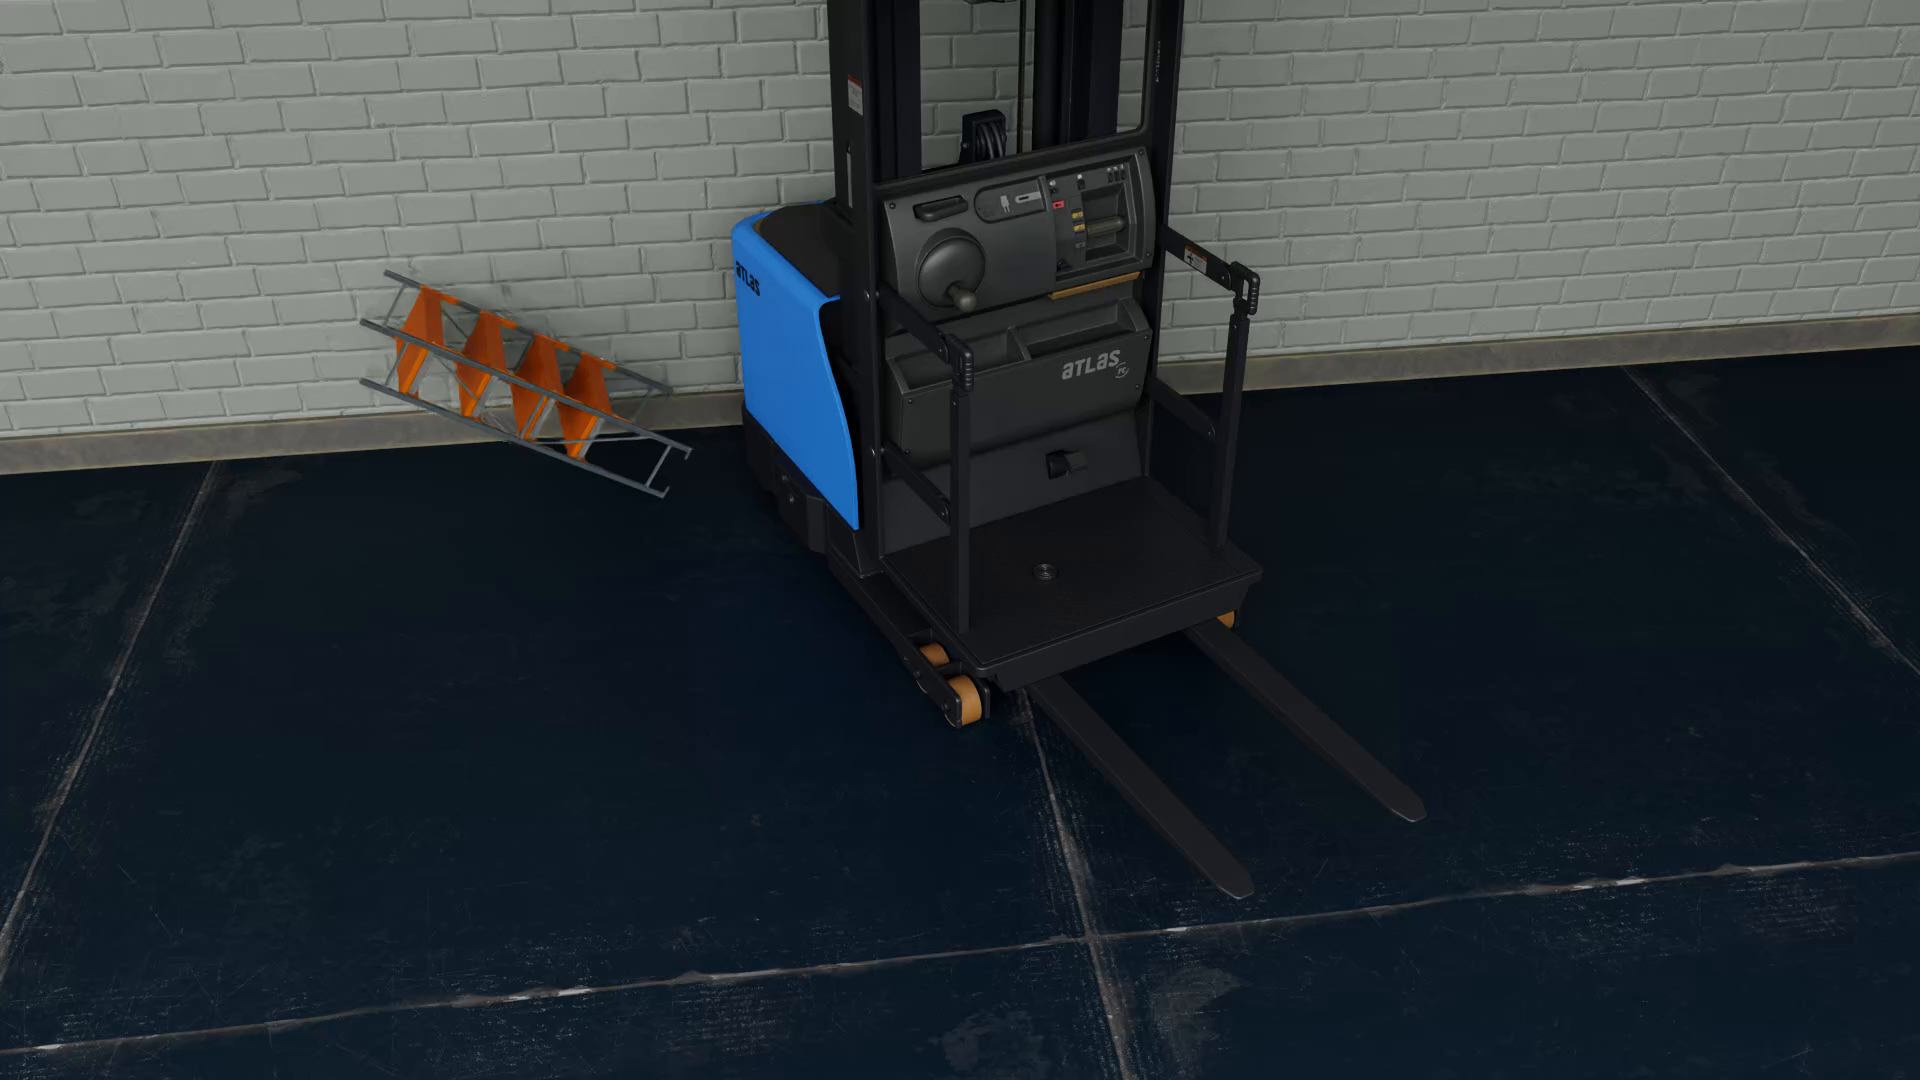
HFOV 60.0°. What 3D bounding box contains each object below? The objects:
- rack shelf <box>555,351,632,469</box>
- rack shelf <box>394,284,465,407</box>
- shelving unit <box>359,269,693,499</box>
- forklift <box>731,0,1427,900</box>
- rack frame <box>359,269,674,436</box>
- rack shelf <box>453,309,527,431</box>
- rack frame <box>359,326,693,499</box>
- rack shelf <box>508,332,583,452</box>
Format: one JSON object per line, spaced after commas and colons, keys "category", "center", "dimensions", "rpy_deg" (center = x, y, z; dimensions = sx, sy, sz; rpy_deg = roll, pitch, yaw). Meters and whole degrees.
{"category": "rack shelf", "center": [-1.426, -0.496, 6.438], "dimensions": [0.148, 0.258, 0.480], "rpy_deg": [22, 23, -30]}
{"category": "rack shelf", "center": [-1.953, -0.709, 6.105], "dimensions": [0.148, 0.258, 0.480], "rpy_deg": [22, 23, -30]}
{"category": "shelving unit", "center": [-1.638, -0.582, 6.303], "dimensions": [1.200, 0.258, 0.503], "rpy_deg": [22, 23, -30]}
{"category": "forklift", "center": [0.303, -0.903, 4.972], "dimensions": [1.130, 2.935, 3.031], "rpy_deg": [-17, 38, -24]}
{"category": "rack frame", "center": [-1.709, -0.712, 6.498], "dimensions": [1.200, 0.240, 0.015], "rpy_deg": [22, 23, -30]}
{"category": "rack shelf", "center": [-1.764, -0.633, 6.224], "dimensions": [0.148, 0.258, 0.480], "rpy_deg": [22, 23, -30]}
{"category": "rack frame", "center": [-1.568, -0.452, 6.109], "dimensions": [1.200, 0.240, 0.015], "rpy_deg": [22, 23, -30]}
{"category": "rack shelf", "center": [-1.585, -0.560, 6.337], "dimensions": [0.148, 0.258, 0.480], "rpy_deg": [22, 23, -30]}
